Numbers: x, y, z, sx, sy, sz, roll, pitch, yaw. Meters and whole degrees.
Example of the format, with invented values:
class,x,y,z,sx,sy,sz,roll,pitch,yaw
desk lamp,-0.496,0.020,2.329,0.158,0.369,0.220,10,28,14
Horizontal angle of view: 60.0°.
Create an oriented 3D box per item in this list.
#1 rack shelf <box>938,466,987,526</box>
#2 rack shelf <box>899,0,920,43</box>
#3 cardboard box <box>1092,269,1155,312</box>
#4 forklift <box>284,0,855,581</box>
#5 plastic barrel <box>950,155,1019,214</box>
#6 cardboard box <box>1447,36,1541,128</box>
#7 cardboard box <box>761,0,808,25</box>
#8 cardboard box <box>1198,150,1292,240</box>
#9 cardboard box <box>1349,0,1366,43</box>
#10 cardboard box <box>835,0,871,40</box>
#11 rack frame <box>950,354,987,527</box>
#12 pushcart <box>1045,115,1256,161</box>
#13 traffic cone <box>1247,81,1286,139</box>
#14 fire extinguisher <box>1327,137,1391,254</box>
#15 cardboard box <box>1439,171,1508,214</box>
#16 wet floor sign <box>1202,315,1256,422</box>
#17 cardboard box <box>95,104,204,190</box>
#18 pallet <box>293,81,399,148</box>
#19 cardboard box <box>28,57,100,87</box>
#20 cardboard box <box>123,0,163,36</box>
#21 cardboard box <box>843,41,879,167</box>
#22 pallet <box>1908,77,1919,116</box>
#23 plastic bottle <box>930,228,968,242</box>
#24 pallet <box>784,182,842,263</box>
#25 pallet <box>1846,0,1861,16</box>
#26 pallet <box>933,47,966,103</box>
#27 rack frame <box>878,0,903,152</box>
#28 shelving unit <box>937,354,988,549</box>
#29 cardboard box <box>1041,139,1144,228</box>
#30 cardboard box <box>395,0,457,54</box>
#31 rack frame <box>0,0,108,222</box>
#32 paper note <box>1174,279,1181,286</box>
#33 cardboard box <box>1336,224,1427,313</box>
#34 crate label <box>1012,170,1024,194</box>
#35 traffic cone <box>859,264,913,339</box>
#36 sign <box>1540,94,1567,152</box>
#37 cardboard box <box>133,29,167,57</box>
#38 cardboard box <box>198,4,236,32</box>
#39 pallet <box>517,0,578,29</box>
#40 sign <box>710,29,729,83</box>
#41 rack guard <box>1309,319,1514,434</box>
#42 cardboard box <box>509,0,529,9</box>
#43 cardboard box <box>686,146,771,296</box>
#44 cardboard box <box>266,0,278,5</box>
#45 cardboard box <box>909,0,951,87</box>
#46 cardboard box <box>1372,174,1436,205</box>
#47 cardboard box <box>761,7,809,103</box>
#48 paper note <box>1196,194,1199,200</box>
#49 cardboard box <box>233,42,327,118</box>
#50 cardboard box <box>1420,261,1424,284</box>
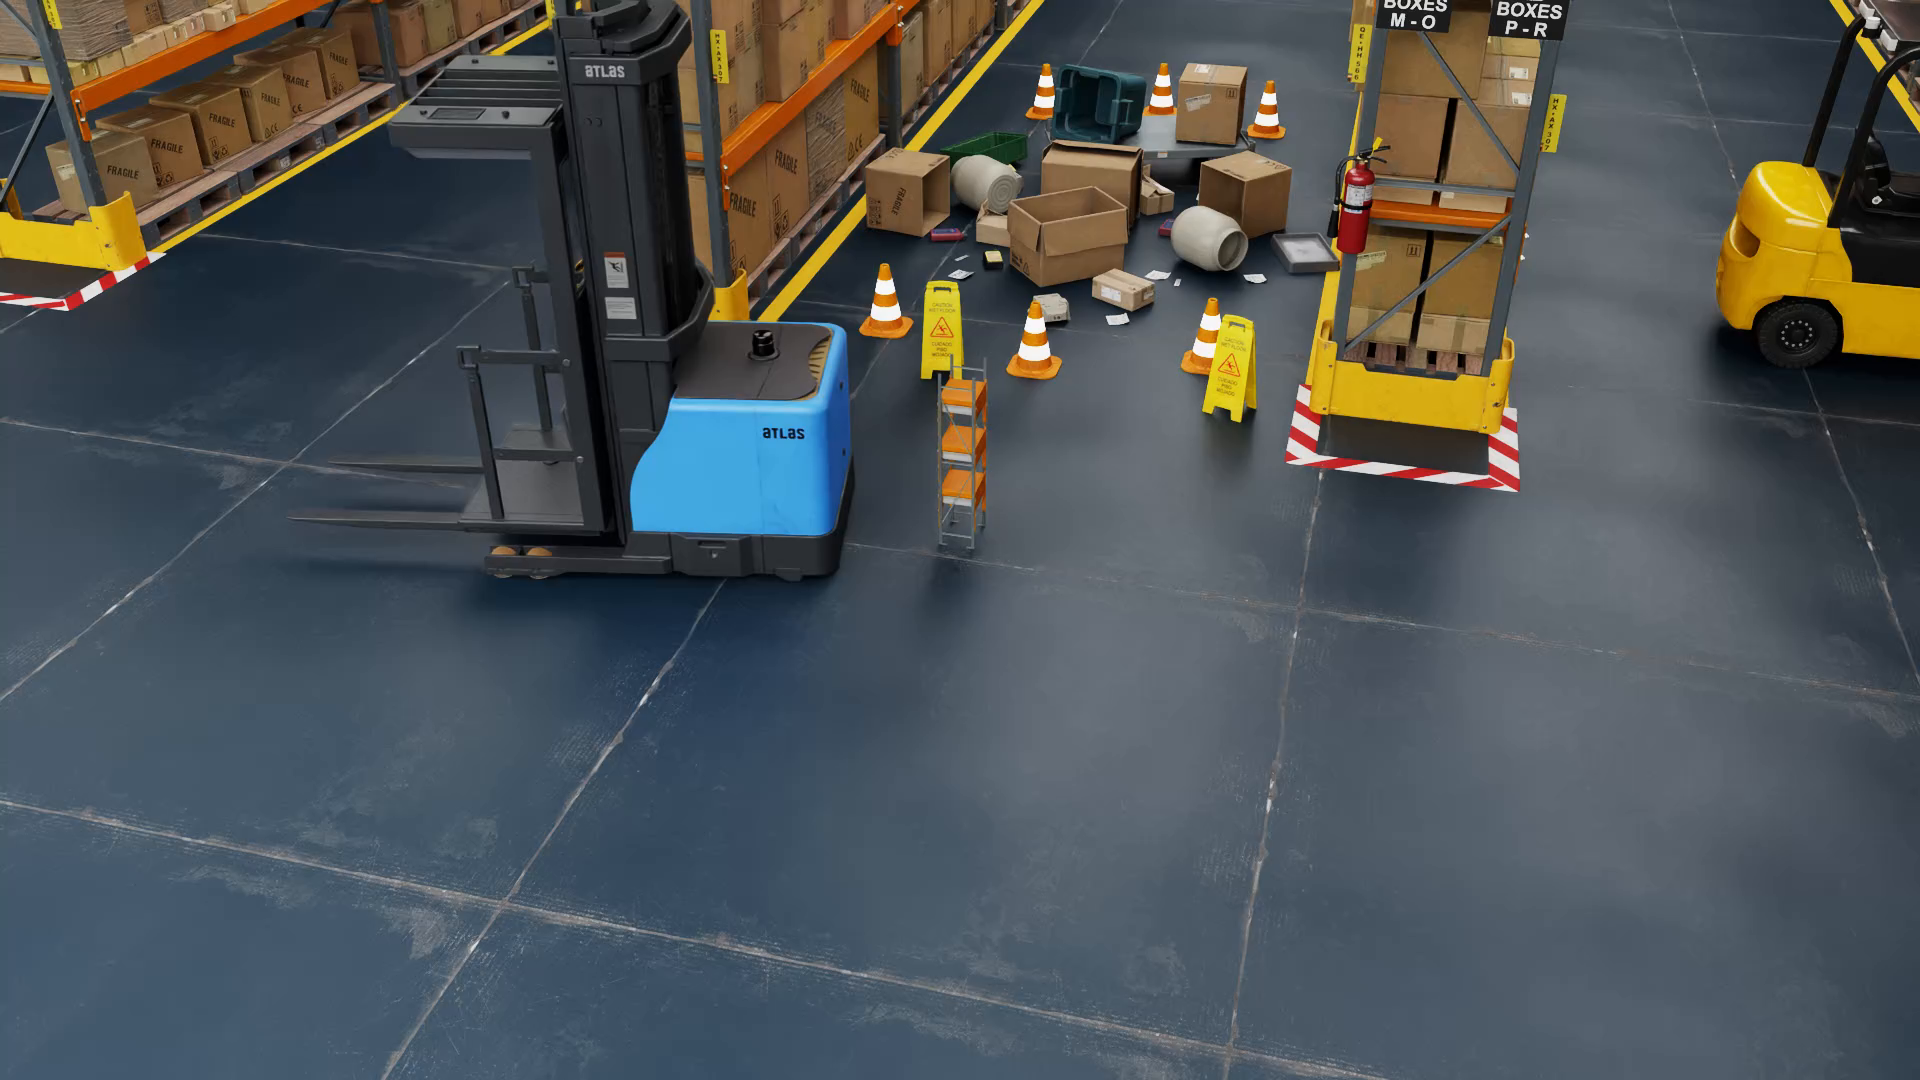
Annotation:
class,x,y,z,sx,sy,sz,roll,pitch,yaw
rack shelf,0.014,-0.227,9.167,0.215,0.259,0.240,8,33,12
rack shelf,-0.498,-5.475,15.737,1.077,0.370,4.000,8,33,12
cardboard box,1.172,-1.795,11.935,0.380,0.149,0.250,28,42,36
forklift,-2.143,-1.309,8.576,3.031,2.935,1.130,2,32,3
plastic barrel,0.190,-2.856,13.348,0.421,0.421,0.512,-21,38,-29
cardboard box,3.438,-2.953,10.729,0.500,0.500,0.500,7,33,11
cardboard box,-1.565,-3.941,11.507,0.875,0.550,0.550,8,33,12
cardboard box,2.220,-2.695,13.020,0.500,0.500,0.500,-21,38,-29
cardboard box,2.877,-3.468,10.607,0.700,0.500,0.500,8,33,12
cardboard box,-1.205,-4.322,13.113,0.875,0.550,0.550,8,33,12
rack frame,0.045,-0.534,9.112,0.200,1.050,0.008,8,33,12
pushcart,1.590,-3.297,14.084,1.648,0.377,0.936,-3,33,-4
traffic cone,2.769,-3.883,14.926,0.336,0.463,0.334,8,33,12
fire extinguisher,2.318,-2.014,9.694,0.296,0.674,0.183,8,33,12
cardboard box,3.079,-2.086,9.969,0.380,0.149,0.250,8,33,13
wet floor sign,1.710,-1.097,10.374,0.267,0.644,0.232,20,38,29
cardboard box,-6.499,-3.152,13.350,0.500,0.500,0.500,17,36,25
pallet,-5.914,-3.938,15.248,1.003,0.211,1.213,8,33,12
cardboard box,-6.490,-3.402,12.040,0.380,0.149,0.250,8,33,12
cardboard box,-6.616,-4.118,12.561,0.875,0.500,0.500,8,33,12
cardboard box,-1.233,-3.704,13.870,0.875,0.875,0.875,9,33,13
pallet,9.379,-3.922,15.223,1.003,0.211,1.213,8,33,12
plastic bottle,-0.086,-2.372,12.925,0.283,0.061,0.133,-3,33,-4
pallet,-1.582,-2.545,13.056,1.003,0.211,1.213,8,33,12
pallet,10.471,-5.993,18.480,1.003,0.211,1.213,8,33,12
pallet,-0.575,-4.610,16.304,1.003,0.211,1.213,8,33,12
rack frame,-1.005,-4.741,13.911,1.000,3.000,0.127,8,33,12
shelving unit,0.014,-0.471,9.012,0.215,1.050,0.252,8,33,12
cardboard box,1.019,-2.790,13.043,0.797,0.637,0.503,8,33,12
cardboard box,-5.462,-5.160,16.490,0.700,0.500,0.500,8,33,12
rack frame,-6.793,-3.393,11.791,1.000,3.000,0.127,8,33,12
paper note,1.599,-1.893,12.218,0.032,0.001,0.123,8,33,12
cardboard box,2.744,-1.828,10.802,0.500,0.500,0.500,8,33,13
crate label,0.375,-2.967,13.790,0.298,0.136,0.250,-14,35,-21
traffic cone,-0.512,-1.677,11.456,0.336,0.463,0.334,8,33,12
sign,3.318,-2.335,9.320,0.100,0.325,0.005,8,33,12
cardboard box,-6.286,-3.789,12.649,0.380,0.149,0.250,8,33,12
cardboard box,-6.015,-4.167,13.243,0.380,0.149,0.250,8,33,12
pallet,-4.962,-5.962,18.432,1.003,0.211,1.213,8,33,12
sign,-1.485,-2.985,10.269,0.100,0.325,0.005,8,33,12
rack guard,2.812,-1.028,10.401,1.175,0.500,0.348,8,33,12
cardboard box,-5.041,-6.035,17.867,0.700,0.500,0.500,5,33,8
cardboard box,-1.912,-2.306,11.671,0.875,0.875,0.875,8,33,13
cardboard box,-5.913,-4.569,13.875,0.380,0.149,0.250,8,33,12
cardboard box,-0.686,-4.803,15.715,1.050,0.750,0.750,8,33,12
cardboard box,2.681,-2.161,10.087,0.380,0.149,0.250,9,34,14
cardboard box,-1.588,-3.489,11.802,0.875,0.550,0.550,8,33,12
paper note,2.023,-2.823,13.663,0.148,0.019,0.142,8,33,12
cardboard box,-6.056,-4.090,14.827,0.500,0.500,0.500,19,37,27
cardboard box,3.528,-1.990,11.756,0.500,0.250,0.500,10,34,16
